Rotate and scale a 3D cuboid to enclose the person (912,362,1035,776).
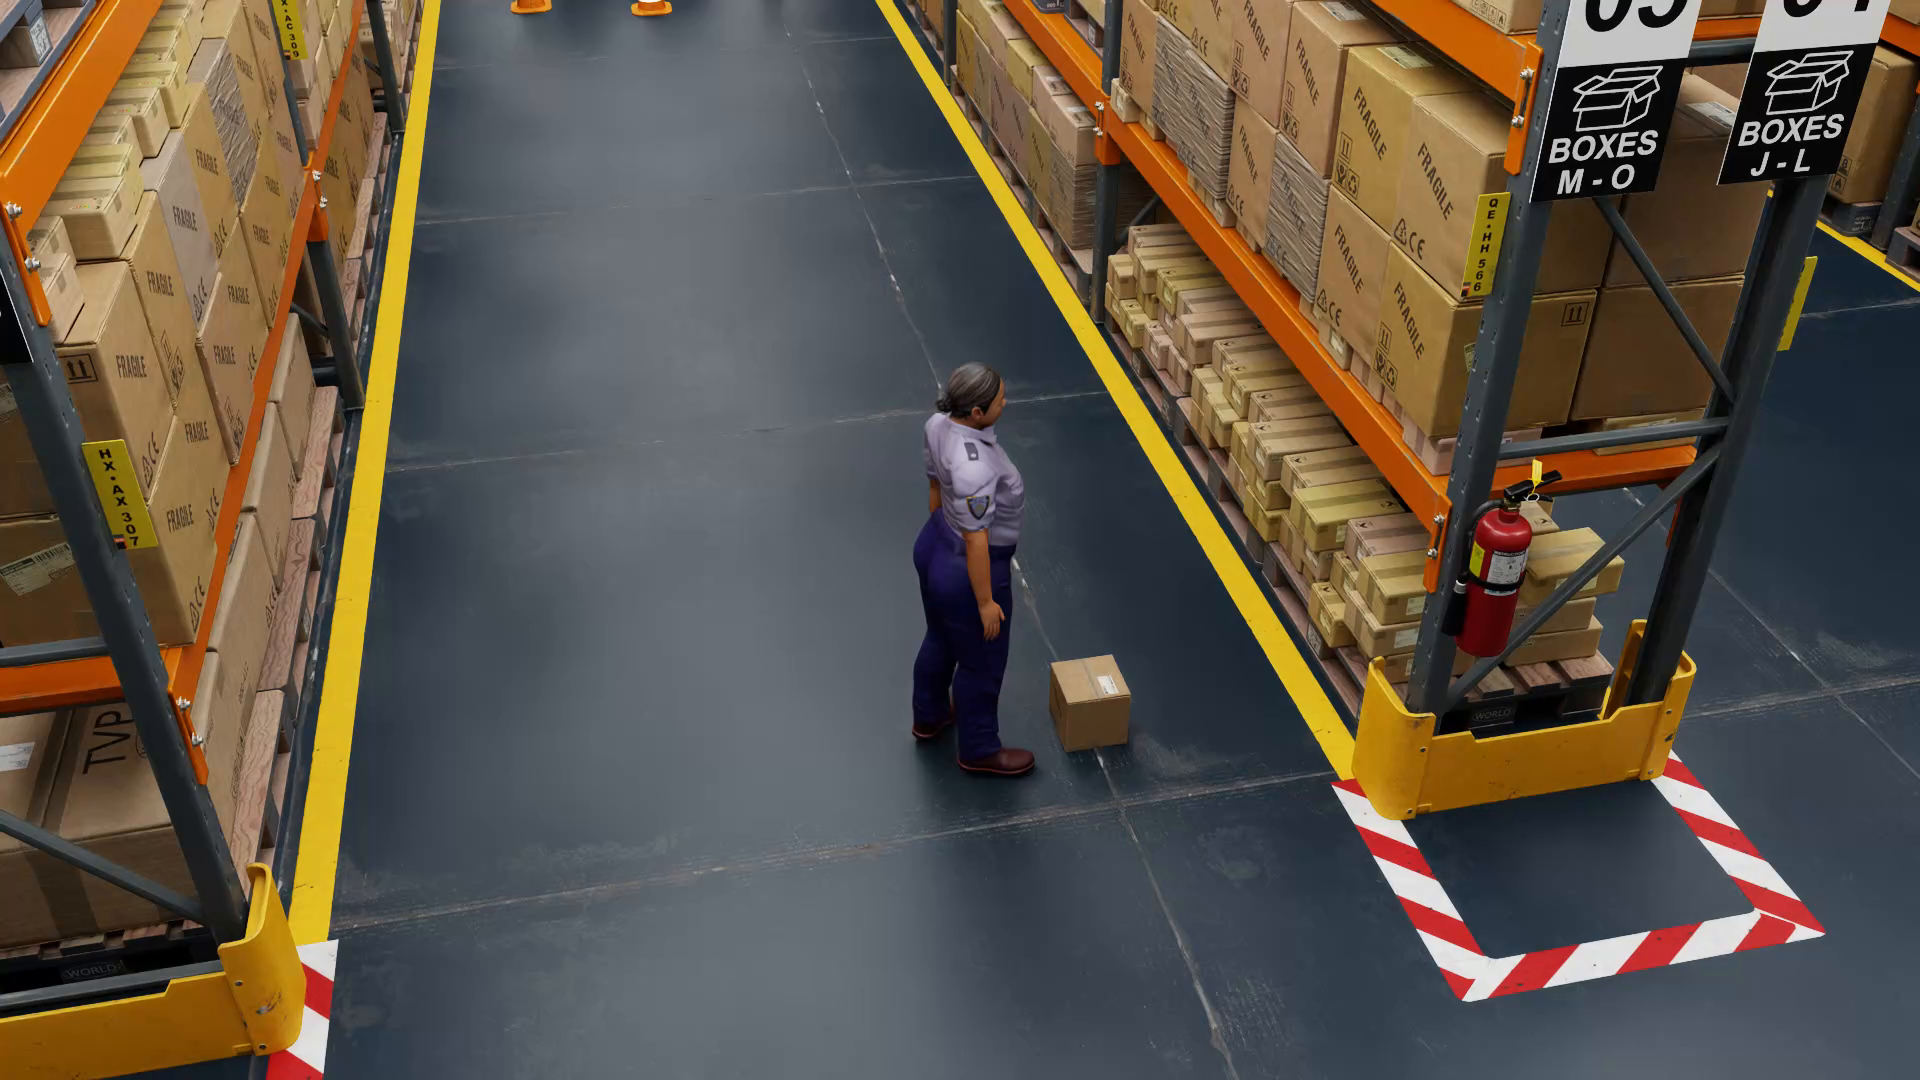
[{"bbox_3d":[0.039,0.109,5.969,0.408,1.656,0.535,-10,36,-15],"label":"person"}]
